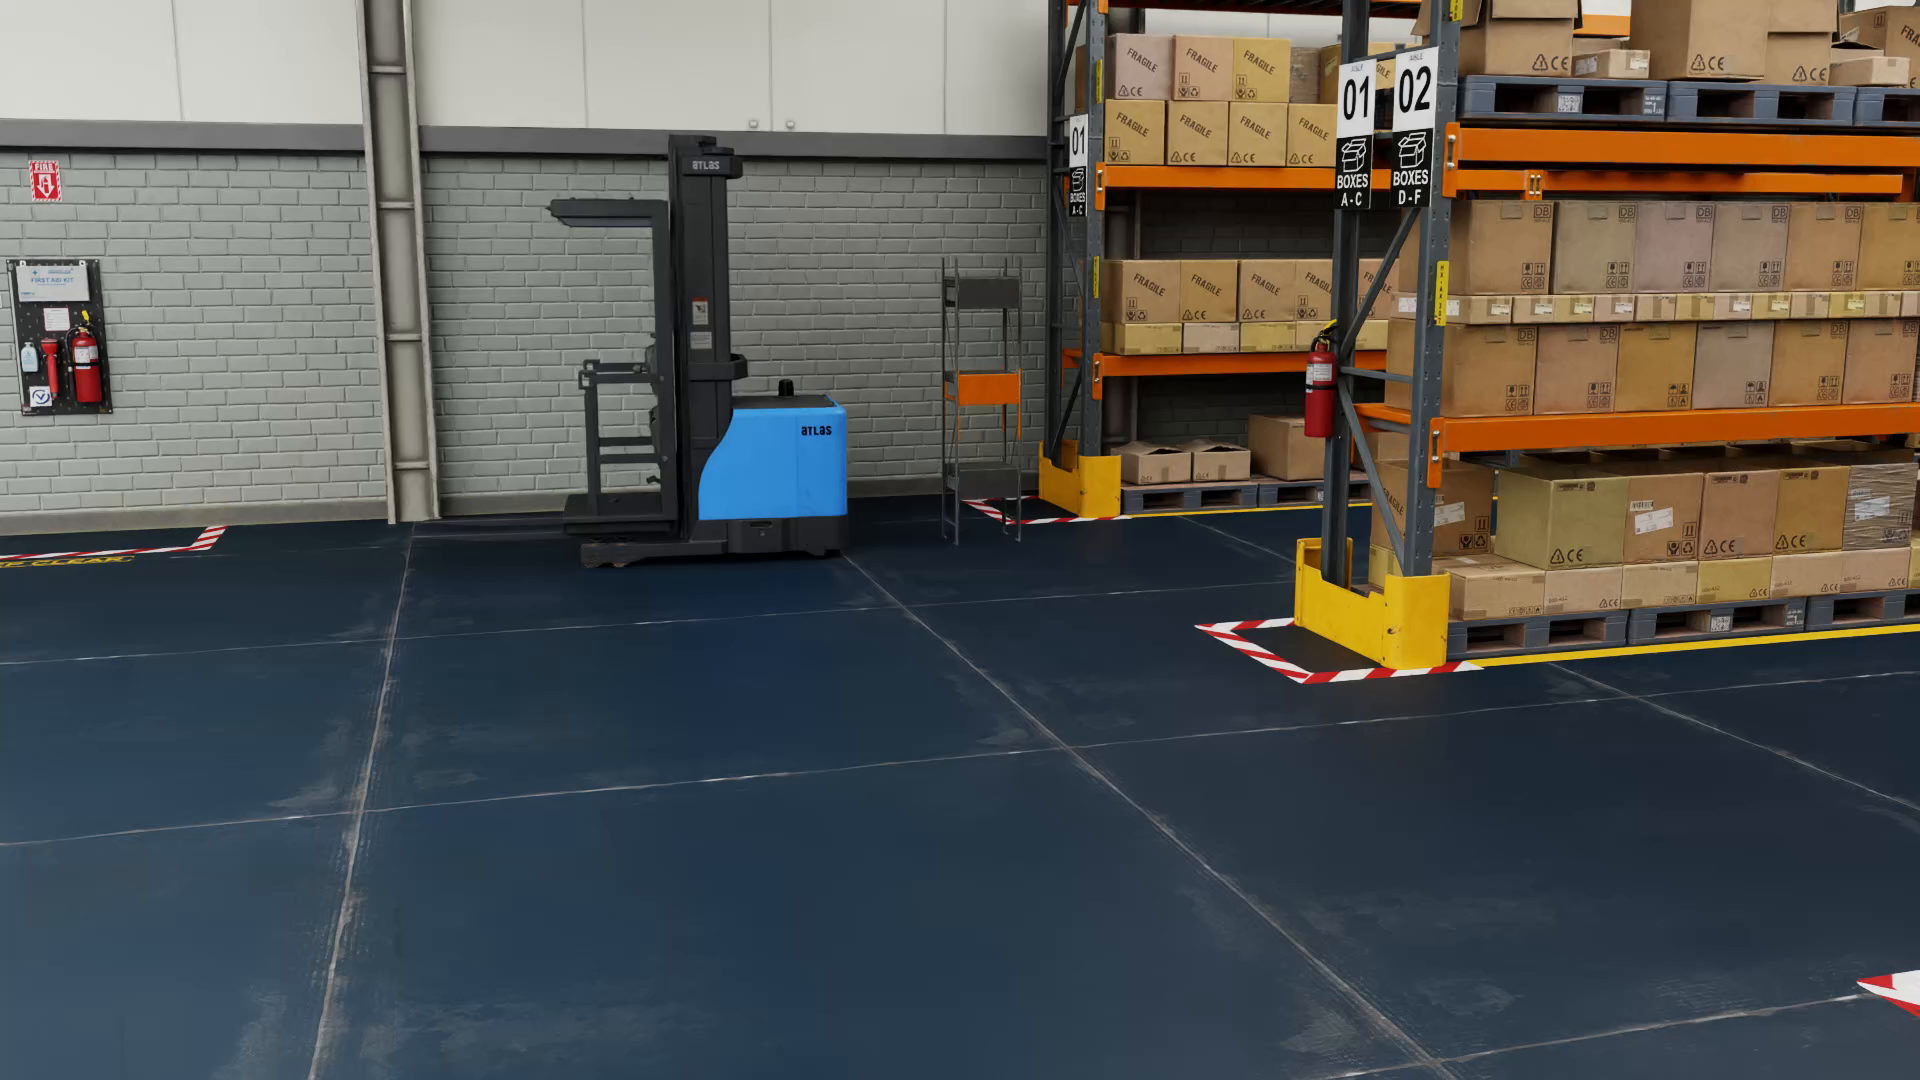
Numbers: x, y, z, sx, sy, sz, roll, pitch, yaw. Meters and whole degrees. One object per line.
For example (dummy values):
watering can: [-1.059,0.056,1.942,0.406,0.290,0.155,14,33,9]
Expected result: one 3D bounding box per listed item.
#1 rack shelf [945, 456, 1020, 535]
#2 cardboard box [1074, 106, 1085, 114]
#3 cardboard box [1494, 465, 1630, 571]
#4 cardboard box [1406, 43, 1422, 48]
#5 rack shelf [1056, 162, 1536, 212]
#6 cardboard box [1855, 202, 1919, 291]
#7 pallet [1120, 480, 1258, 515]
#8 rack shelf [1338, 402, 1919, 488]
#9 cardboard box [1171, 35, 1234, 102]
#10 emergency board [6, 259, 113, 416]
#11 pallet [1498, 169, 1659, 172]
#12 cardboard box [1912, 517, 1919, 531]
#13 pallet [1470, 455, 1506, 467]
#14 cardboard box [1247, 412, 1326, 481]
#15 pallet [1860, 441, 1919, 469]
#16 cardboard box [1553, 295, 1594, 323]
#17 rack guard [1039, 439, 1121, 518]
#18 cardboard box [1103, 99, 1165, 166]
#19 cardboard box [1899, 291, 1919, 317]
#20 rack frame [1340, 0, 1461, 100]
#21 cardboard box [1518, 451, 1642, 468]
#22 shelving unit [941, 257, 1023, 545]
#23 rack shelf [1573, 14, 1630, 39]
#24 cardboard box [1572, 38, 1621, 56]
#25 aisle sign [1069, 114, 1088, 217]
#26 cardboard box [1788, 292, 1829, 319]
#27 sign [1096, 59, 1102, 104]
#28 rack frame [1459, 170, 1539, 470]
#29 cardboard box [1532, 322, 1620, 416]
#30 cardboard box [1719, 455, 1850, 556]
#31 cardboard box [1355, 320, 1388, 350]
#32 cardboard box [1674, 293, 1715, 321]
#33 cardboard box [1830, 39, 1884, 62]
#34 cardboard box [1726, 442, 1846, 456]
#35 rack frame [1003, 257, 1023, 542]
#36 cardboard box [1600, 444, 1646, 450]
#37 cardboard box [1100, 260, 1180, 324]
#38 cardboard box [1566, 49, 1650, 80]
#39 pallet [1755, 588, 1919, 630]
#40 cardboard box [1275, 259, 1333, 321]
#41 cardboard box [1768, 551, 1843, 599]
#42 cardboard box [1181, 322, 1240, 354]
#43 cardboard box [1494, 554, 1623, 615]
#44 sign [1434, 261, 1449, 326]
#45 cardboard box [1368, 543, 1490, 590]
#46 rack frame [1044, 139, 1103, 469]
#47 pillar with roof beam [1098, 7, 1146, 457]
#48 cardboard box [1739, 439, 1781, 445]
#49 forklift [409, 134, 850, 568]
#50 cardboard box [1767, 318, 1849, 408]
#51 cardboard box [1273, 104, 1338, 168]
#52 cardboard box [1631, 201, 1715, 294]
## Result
rack shelf: [0.159,-0.339,12.531,0.480,0.518,0.431,-3,11,-16]
cardboard box: [1.258,-3.356,13.873,0.500,0.500,0.500,-2,11,-12]
cardboard box: [3.373,-0.133,9.345,0.500,0.500,0.500,-3,11,-16]
cardboard box: [3.837,-3.882,13.973,0.500,0.500,0.500,-2,11,-13]
rack shelf: [2.848,-2.979,14.145,4.000,0.370,1.077,-3,11,-16]
cardboard box: [5.248,-1.736,9.830,0.500,0.500,0.700,-3,11,-16]
pallet: [1.791,-0.424,14.265,1.213,0.211,1.003,-3,11,-16]
rack shelf: [4.236,-0.643,9.740,4.000,0.370,1.077,-3,11,-16]
cardboard box: [1.861,-3.776,13.396,0.500,0.500,0.500,-3,11,-17]
emergency board: [-6.786,-1.520,12.519,0.643,1.169,0.194,-3,11,-16]
pallet: [5.391,-3.354,14.716,1.003,0.211,1.213,-3,11,-16]
cardboard box: [6.474,-0.023,10.823,0.500,0.250,0.500,-3,11,-16]
pallet: [5.516,-0.627,15.369,1.213,0.211,1.003,-3,11,-16]
cardboard box: [2.883,-0.820,14.405,0.500,0.500,0.700,-4,11,-20]
pallet: [9.387,-0.817,16.399,1.213,0.211,1.003,-3,11,-16]
cardboard box: [3.246,-1.272,9.104,0.250,0.149,0.380,-3,11,-16]
rack guard: [1.001,-0.531,14.049,0.348,0.500,1.175,-3,11,-16]
cardboard box: [1.319,-3.264,13.375,0.500,0.500,0.500,-3,11,-14]
cardboard box: [5.467,-1.389,9.740,0.250,0.149,0.380,-3,11,-18]
rack frame: [2.316,-3.846,8.582,0.127,3.000,1.000,-3,11,-16]
cardboard box: [3.704,-0.250,9.985,0.500,0.500,0.500,-3,11,-16]
shelving unit: [0.159,-1.041,12.402,0.503,2.100,0.431,-3,11,-16]
rack shelf: [6.689,-4.460,15.009,4.000,0.370,1.077,-3,11,-16]
cardboard box: [3.348,-2.676,9.382,0.500,0.250,0.500,-3,11,-16]
aisle sign: [0.943,-2.979,13.263,0.004,0.787,0.394,-3,11,-16]
cardboard box: [4.736,-1.351,9.532,0.250,0.149,0.380,-3,11,-14]
sign: [1.080,-3.567,12.939,0.005,0.325,0.100,-3,11,-16]
rack frame: [4.768,-1.959,14.901,0.127,3.000,1.000,-3,11,-16]
cardboard box: [3.271,-0.993,9.381,0.500,0.500,0.700,-3,11,-14]
cardboard box: [4.810,-0.210,9.767,0.500,0.500,0.500,-3,11,-16]
cardboard box: [3.439,-1.766,14.215,0.500,0.250,0.500,-3,11,-16]
cardboard box: [3.989,-1.312,9.318,0.250,0.149,0.380,-3,11,-17]
cardboard box: [5.081,-2.798,9.873,0.500,0.311,0.500,-4,11,-19]
cardboard box: [5.146,-0.325,10.391,0.500,0.500,0.500,-3,11,-16]
rack frame: [0.393,-1.053,12.469,0.015,2.100,0.400,-3,11,-16]
cardboard box: [5.953,-1.021,15.495,0.500,0.500,0.700,-3,11,-17]
cardboard box: [1.470,-2.033,13.593,0.500,0.500,0.500,-3,11,-16]
cardboard box: [3.495,-2.551,8.983,0.250,0.149,0.380,-3,11,-16]
pallet: [5.381,0.306,10.298,1.213,0.211,1.003,-3,11,-16]
cardboard box: [2.938,-2.110,14.009,0.500,0.500,0.500,-3,11,-14]
cardboard box: [4.814,0.161,9.822,0.500,0.250,0.500,-3,11,-16]
cardboard box: [1.980,-1.691,13.804,0.500,0.250,0.500,-3,11,-18]
cardboard box: [3.372,0.236,9.414,0.500,0.250,0.500,-3,11,-16]
sign: [2.465,-1.263,8.514,0.005,0.325,0.100,-3,11,-16]
cardboard box: [2.748,0.172,9.763,0.500,0.250,0.500,-3,11,-16]
rack frame: [0.928,-1.756,13.802,0.127,3.000,1.000,-3,11,-16]
pillar with roof beam: [2.561,-4.144,10.203,0.400,9.000,9.100,-3,11,-16]
cardboard box: [7.405,-1.097,15.908,0.500,0.500,0.700,-3,11,-16]
forklift: [-2.357,-1.351,11.788,3.031,2.935,1.130,-2,11,-10]
cardboard box: [4.745,-1.071,9.802,0.500,0.500,0.700,-3,11,-15]
cardboard box: [2.850,-3.343,13.803,0.500,0.500,0.500,-2,11,-12]
cardboard box: [3.806,-1.660,9.419,0.500,0.500,0.700,-3,11,-16]
